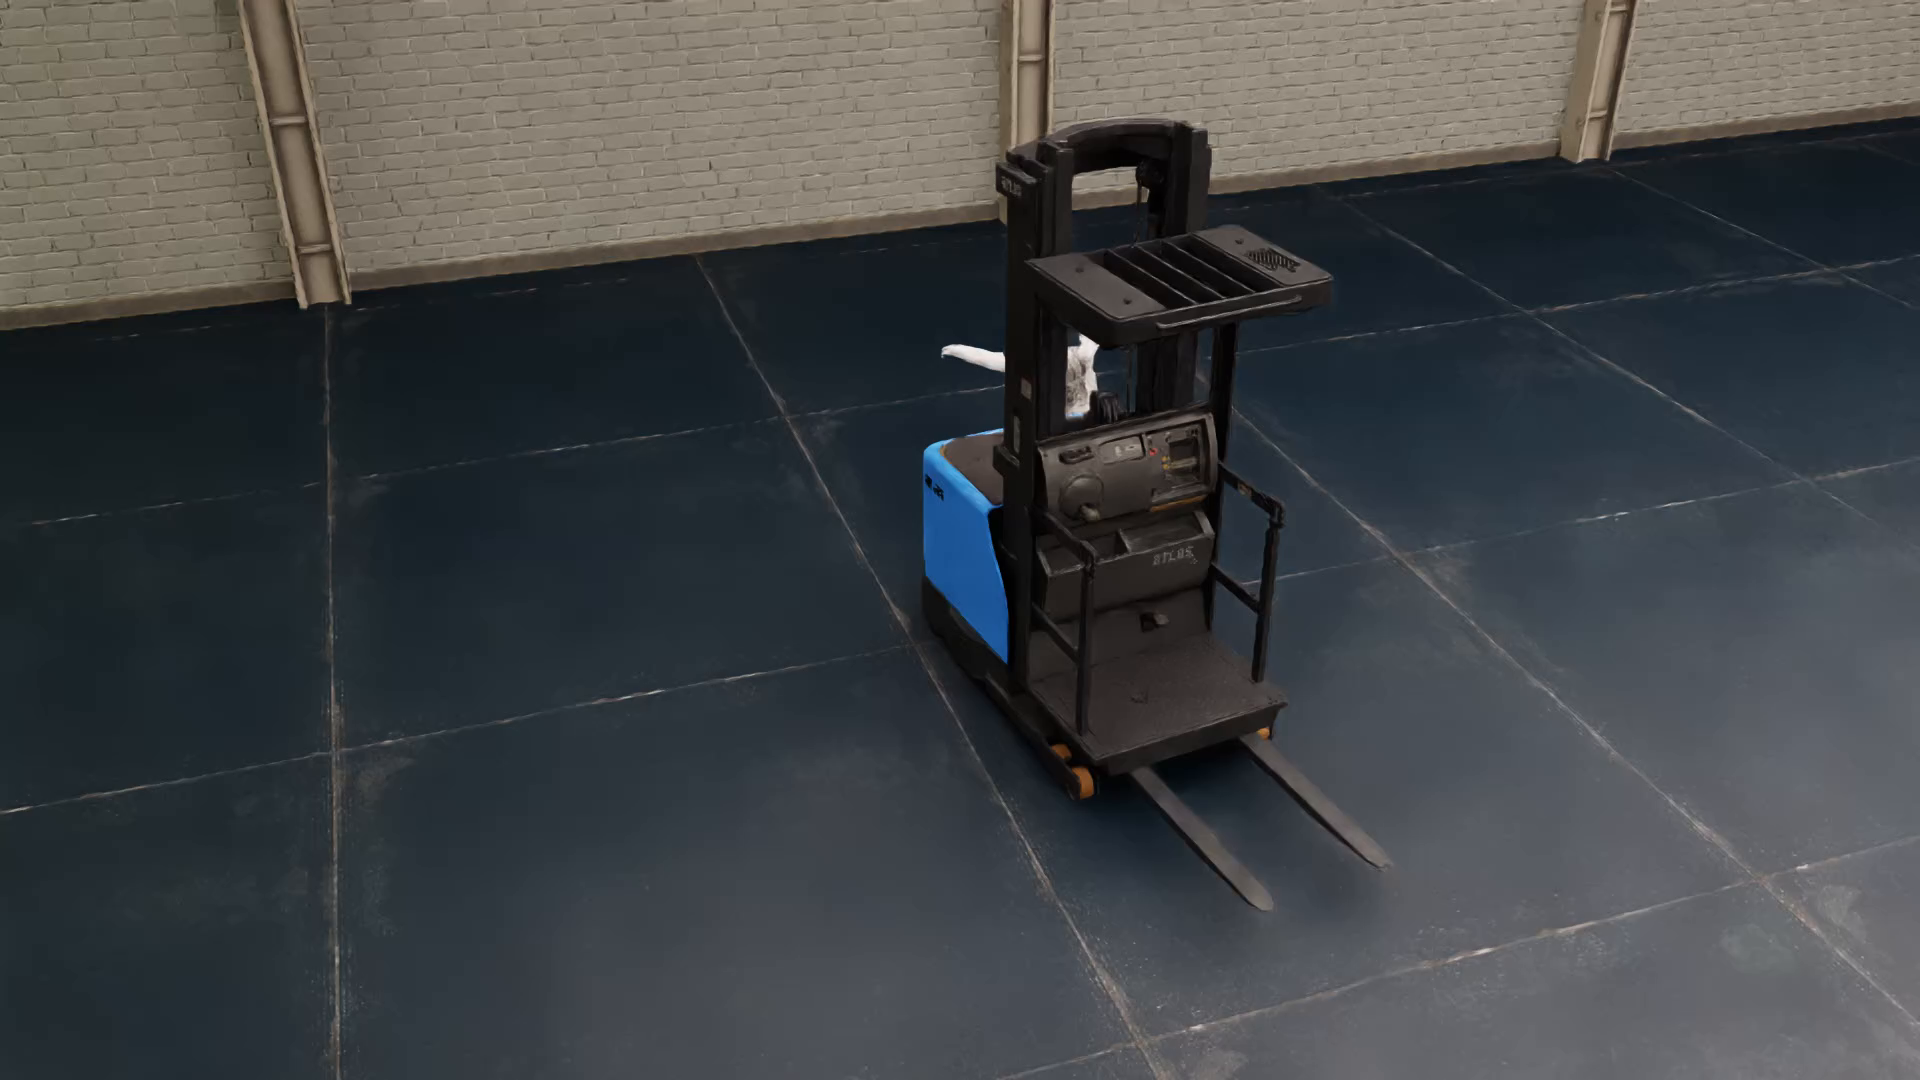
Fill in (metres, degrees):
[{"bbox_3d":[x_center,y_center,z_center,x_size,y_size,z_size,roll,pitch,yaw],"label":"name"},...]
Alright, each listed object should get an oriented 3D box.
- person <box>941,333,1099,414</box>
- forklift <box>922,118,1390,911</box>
[{"bbox_3d":[0.464,-0.886,10.176,0.975,1.429,0.848,21,36,31],"label":"person"},{"bbox_3d":[0.891,-0.290,7.590,1.130,2.935,3.031,-14,33,-22],"label":"forklift"}]
